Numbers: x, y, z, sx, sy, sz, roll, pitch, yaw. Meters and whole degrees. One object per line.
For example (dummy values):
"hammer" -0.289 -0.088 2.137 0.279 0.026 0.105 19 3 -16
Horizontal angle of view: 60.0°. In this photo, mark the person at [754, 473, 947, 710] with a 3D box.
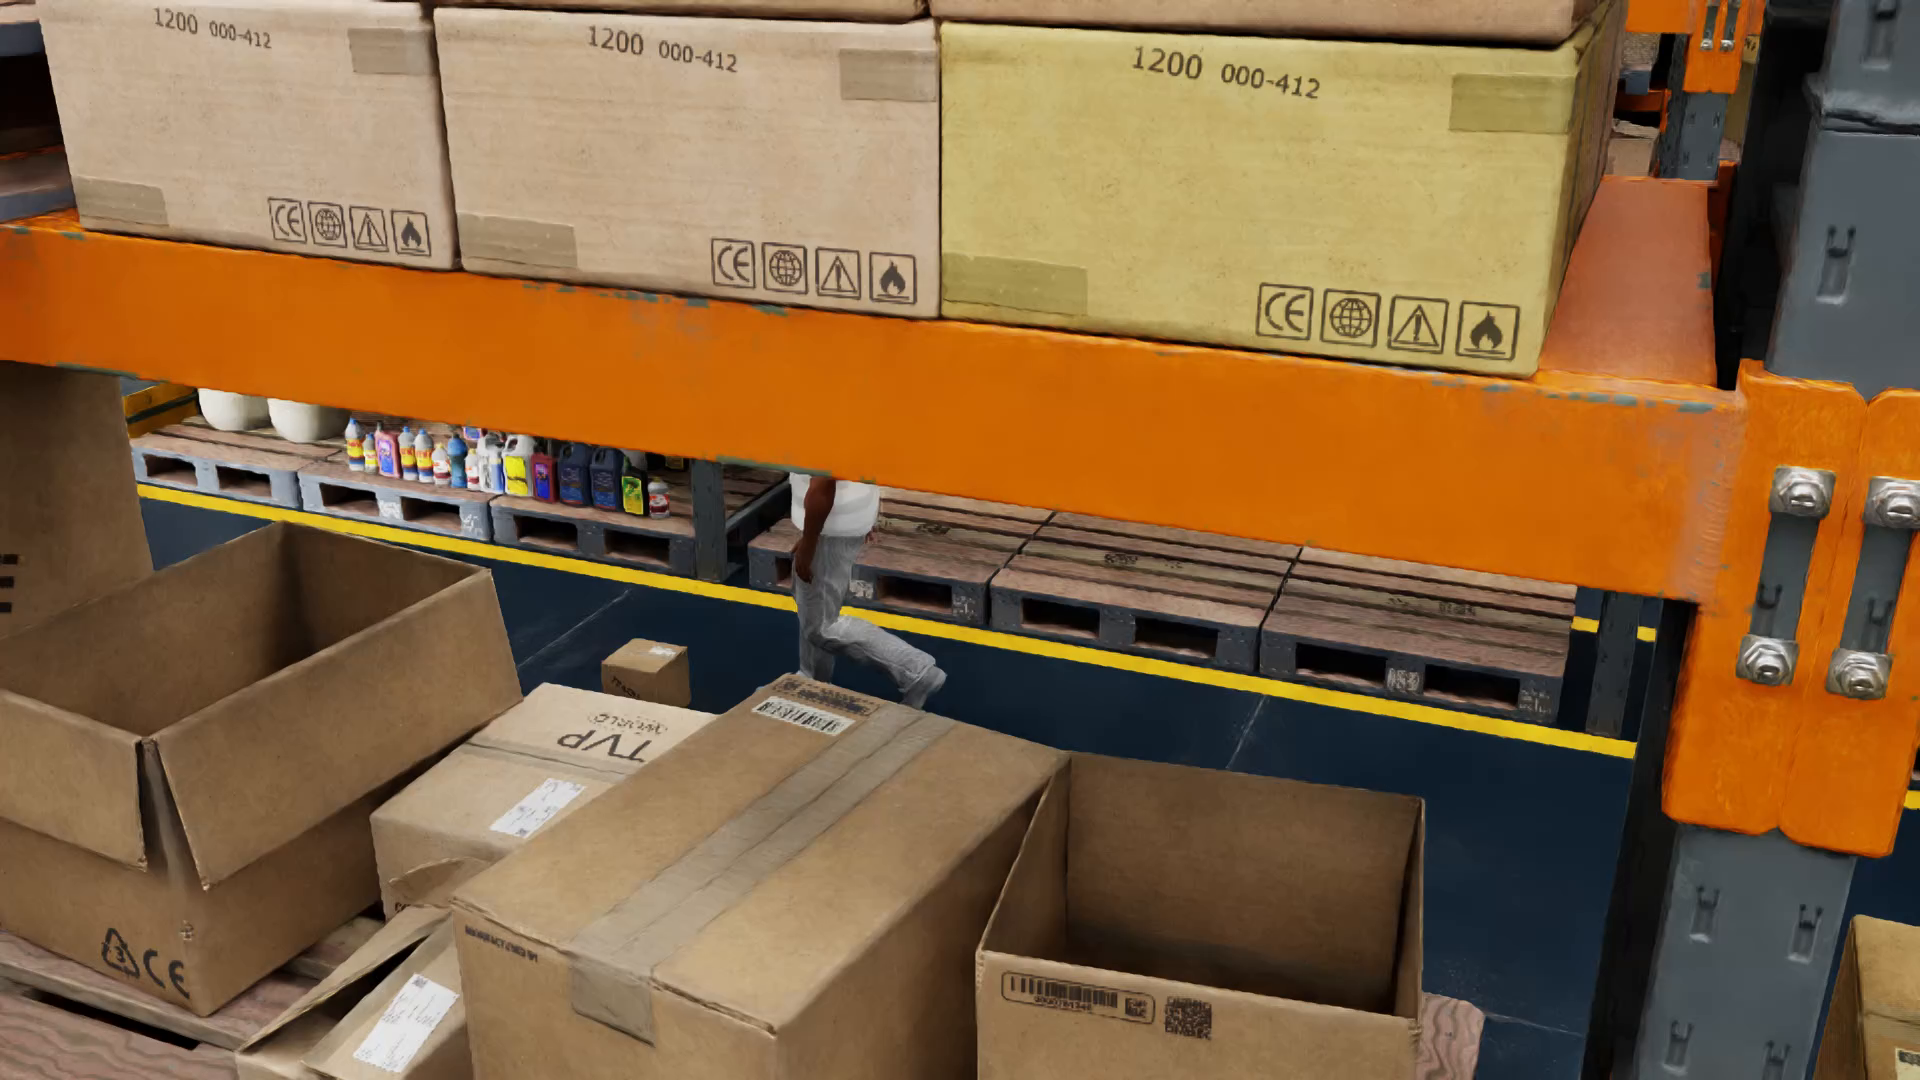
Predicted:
"person" -0.444 -0.093 6.287 0.817 1.748 0.588 2 22 6
